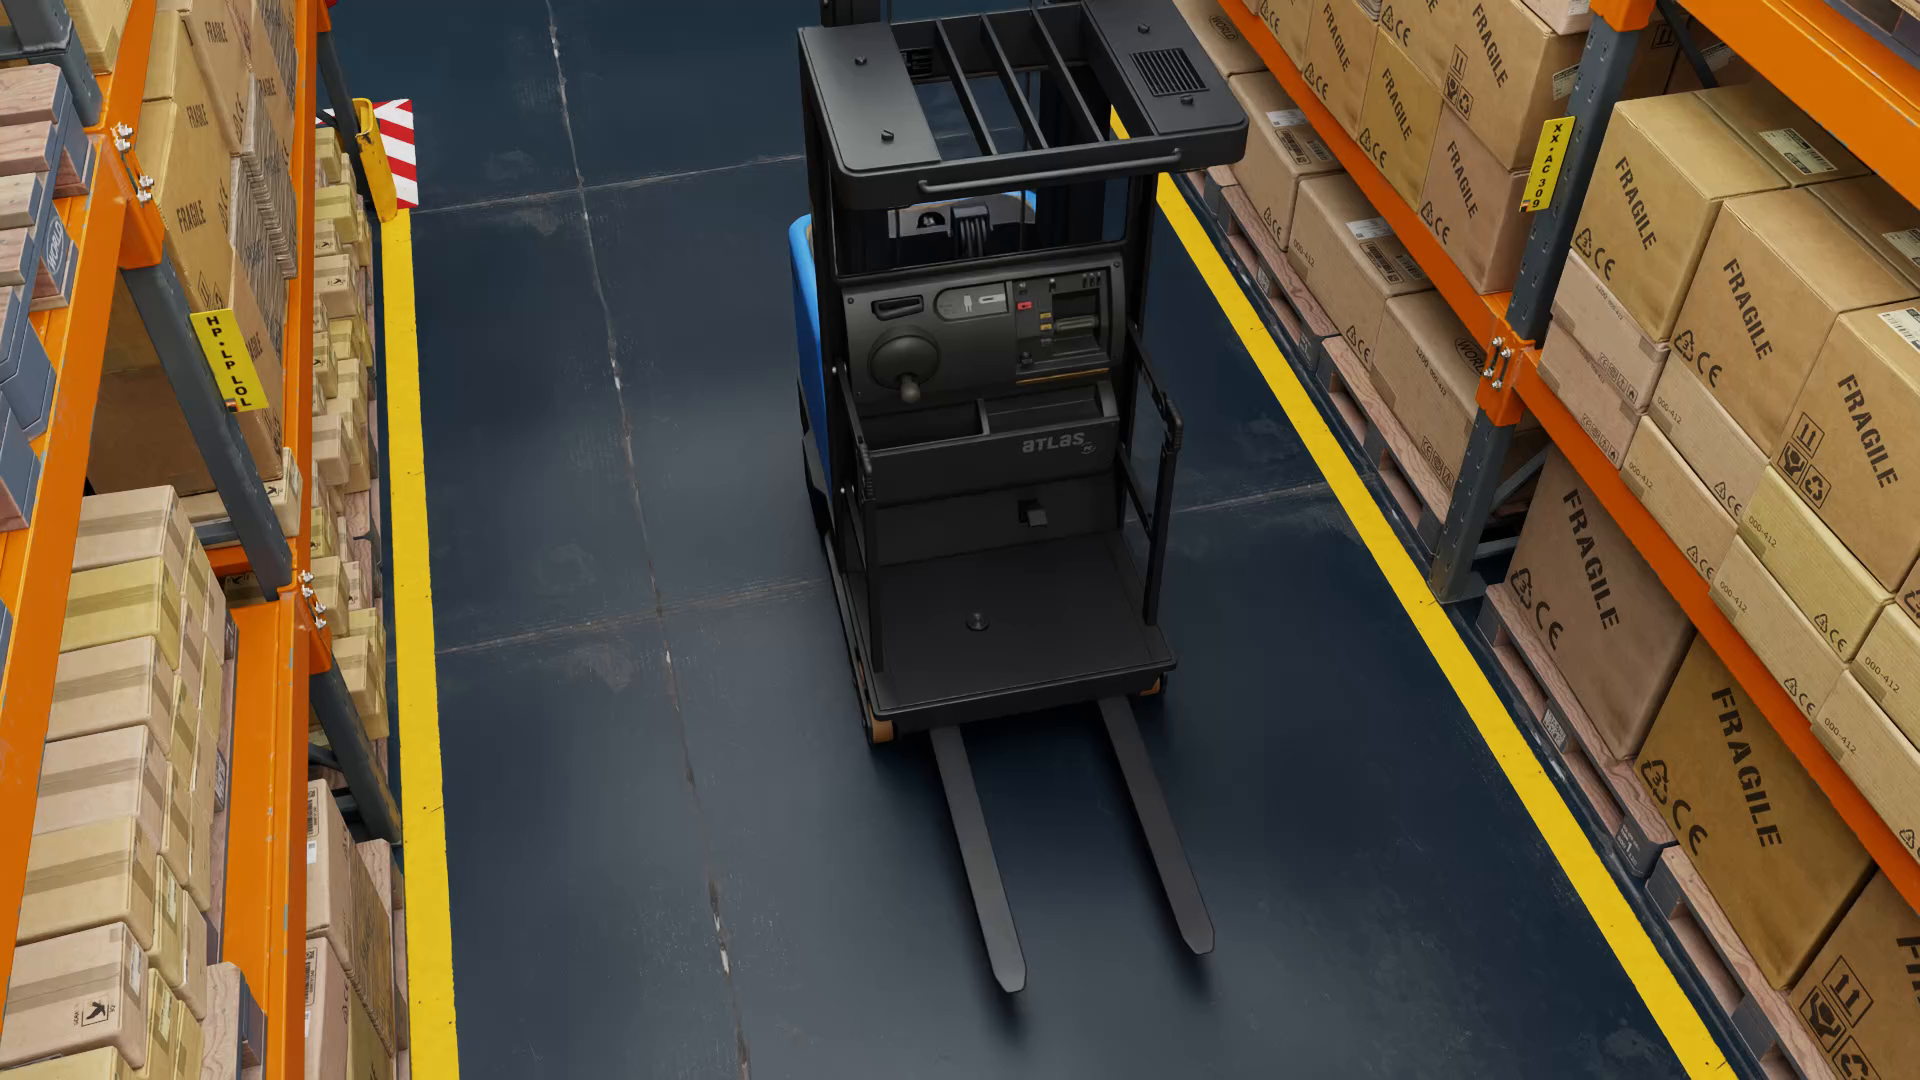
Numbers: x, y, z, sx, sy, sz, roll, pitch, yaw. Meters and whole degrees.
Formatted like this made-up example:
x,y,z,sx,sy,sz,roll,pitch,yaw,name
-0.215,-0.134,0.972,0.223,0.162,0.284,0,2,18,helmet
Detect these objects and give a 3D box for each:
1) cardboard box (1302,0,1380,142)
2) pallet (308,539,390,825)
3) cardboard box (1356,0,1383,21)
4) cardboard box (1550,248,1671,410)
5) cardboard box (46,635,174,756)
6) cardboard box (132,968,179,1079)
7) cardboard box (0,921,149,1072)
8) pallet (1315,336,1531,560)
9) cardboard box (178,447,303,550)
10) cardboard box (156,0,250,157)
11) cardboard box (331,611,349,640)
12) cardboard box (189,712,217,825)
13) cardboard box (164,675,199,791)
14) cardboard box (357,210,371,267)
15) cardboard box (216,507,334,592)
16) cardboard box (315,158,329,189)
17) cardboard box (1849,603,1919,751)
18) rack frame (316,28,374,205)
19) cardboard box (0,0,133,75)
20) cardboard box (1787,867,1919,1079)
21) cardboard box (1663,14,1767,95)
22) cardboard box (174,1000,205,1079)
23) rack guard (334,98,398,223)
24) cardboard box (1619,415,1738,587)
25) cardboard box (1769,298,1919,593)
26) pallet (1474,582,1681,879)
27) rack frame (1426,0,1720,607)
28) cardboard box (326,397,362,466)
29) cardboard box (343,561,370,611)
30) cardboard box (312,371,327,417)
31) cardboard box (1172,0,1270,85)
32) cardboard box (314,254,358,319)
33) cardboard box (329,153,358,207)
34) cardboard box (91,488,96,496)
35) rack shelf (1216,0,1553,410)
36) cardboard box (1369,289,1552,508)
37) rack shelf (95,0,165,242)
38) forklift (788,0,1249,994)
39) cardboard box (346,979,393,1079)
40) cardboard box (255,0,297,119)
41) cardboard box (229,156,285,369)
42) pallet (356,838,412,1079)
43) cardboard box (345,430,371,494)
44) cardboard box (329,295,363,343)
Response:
x,y,z,sx,sy,sz,roll,pitch,yaw,name
1.696,-1.932,6.473,0.500,0.500,0.500,-11,47,-11,cardboard box
-2.623,0.569,6.044,1.003,0.211,1.213,-11,47,-10,pallet
1.693,-2.286,6.120,0.500,0.500,0.500,-10,46,-10,cardboard box
2.182,-0.692,5.083,0.500,0.250,0.500,-12,47,-11,cardboard box
-1.992,0.389,3.734,0.380,0.149,0.250,-12,47,-12,cardboard box
-1.783,1.035,3.309,0.380,0.149,0.250,-11,47,-10,cardboard box
-1.793,0.924,3.209,0.380,0.149,0.250,-13,47,-12,cardboard box
2.223,-0.488,7.080,1.003,0.211,1.213,-11,47,-10,pallet
-2.173,-0.117,4.940,0.380,0.149,0.250,-9,46,-9,cardboard box
-2.544,-1.503,5.145,0.500,0.500,0.500,-10,46,-10,cardboard box
-2.352,0.330,5.820,0.380,0.149,0.250,-10,46,-10,cardboard box
-1.995,0.581,3.962,0.380,0.149,0.250,-11,47,-10,cardboard box
-1.995,0.479,3.854,0.380,0.149,0.250,-9,46,-9,cardboard box
-2.941,-1.376,7.700,0.380,0.149,0.250,-9,46,-9,cardboard box
-2.431,0.051,5.886,0.380,0.149,0.250,-11,47,-11,cardboard box
-3.052,-1.566,7.470,0.380,0.149,0.250,-10,46,-10,cardboard box
2.578,0.365,4.047,0.500,0.250,0.500,-12,47,-12,cardboard box
-3.441,-2.711,7.307,1.000,3.000,0.127,-11,47,-10,rack frame
-2.281,-1.315,3.943,0.500,0.250,0.500,-9,46,-8,cardboard box
3.045,1.325,4.545,0.875,0.875,0.875,-10,46,-10,cardboard box
2.454,-1.683,5.529,0.500,0.500,0.500,-10,46,-10,cardboard box
-1.788,1.128,3.426,0.380,0.149,0.250,-9,46,-9,cardboard box
-3.422,-1.784,8.148,1.175,0.500,0.348,-11,47,-10,rack guard
2.333,-0.163,4.915,0.500,0.250,0.500,-12,47,-11,cardboard box
2.460,-0.260,4.135,0.500,0.500,0.500,-12,47,-11,cardboard box
2.612,0.570,6.043,1.003,0.211,1.213,-11,47,-10,pallet
2.342,-0.925,5.556,1.000,3.000,0.127,-11,47,-10,rack frame
-2.567,-0.399,6.534,0.380,0.149,0.250,-11,47,-11,cardboard box
-2.382,0.245,6.112,0.380,0.149,0.250,-11,47,-11,cardboard box
-2.655,-0.489,6.414,0.380,0.149,0.250,-12,47,-12,cardboard box
1.584,-2.499,8.599,0.875,0.438,0.875,-12,47,-12,cardboard box
-2.735,-1.044,6.959,0.380,0.149,0.250,-9,46,-9,cardboard box
-3.030,-1.652,7.763,0.380,0.149,0.250,-12,47,-11,cardboard box
-2.717,-0.016,4.841,0.380,0.149,0.250,-11,47,-11,cardboard box
1.830,-2.054,7.166,1.077,0.370,4.000,-11,47,-10,rack shelf
2.285,-0.628,6.765,0.875,0.438,0.875,-11,47,-11,cardboard box
-2.929,-2.129,5.139,1.077,0.370,4.000,-11,47,-10,rack shelf
0.136,-0.592,5.278,1.130,2.935,3.031,-9,46,-9,forklift
-1.853,1.597,4.540,0.500,0.500,0.500,-12,47,-11,cardboard box
-2.812,-1.882,6.216,0.500,0.500,0.500,-11,47,-10,cardboard box
-2.434,-0.817,5.172,0.500,0.500,0.500,-11,47,-10,cardboard box
-2.217,1.564,5.070,1.003,0.211,1.213,-11,47,-10,pallet
-2.571,-0.297,6.643,0.380,0.149,0.250,-12,47,-11,cardboard box
-2.750,-0.939,7.064,0.380,0.149,0.250,-10,46,-10,cardboard box
